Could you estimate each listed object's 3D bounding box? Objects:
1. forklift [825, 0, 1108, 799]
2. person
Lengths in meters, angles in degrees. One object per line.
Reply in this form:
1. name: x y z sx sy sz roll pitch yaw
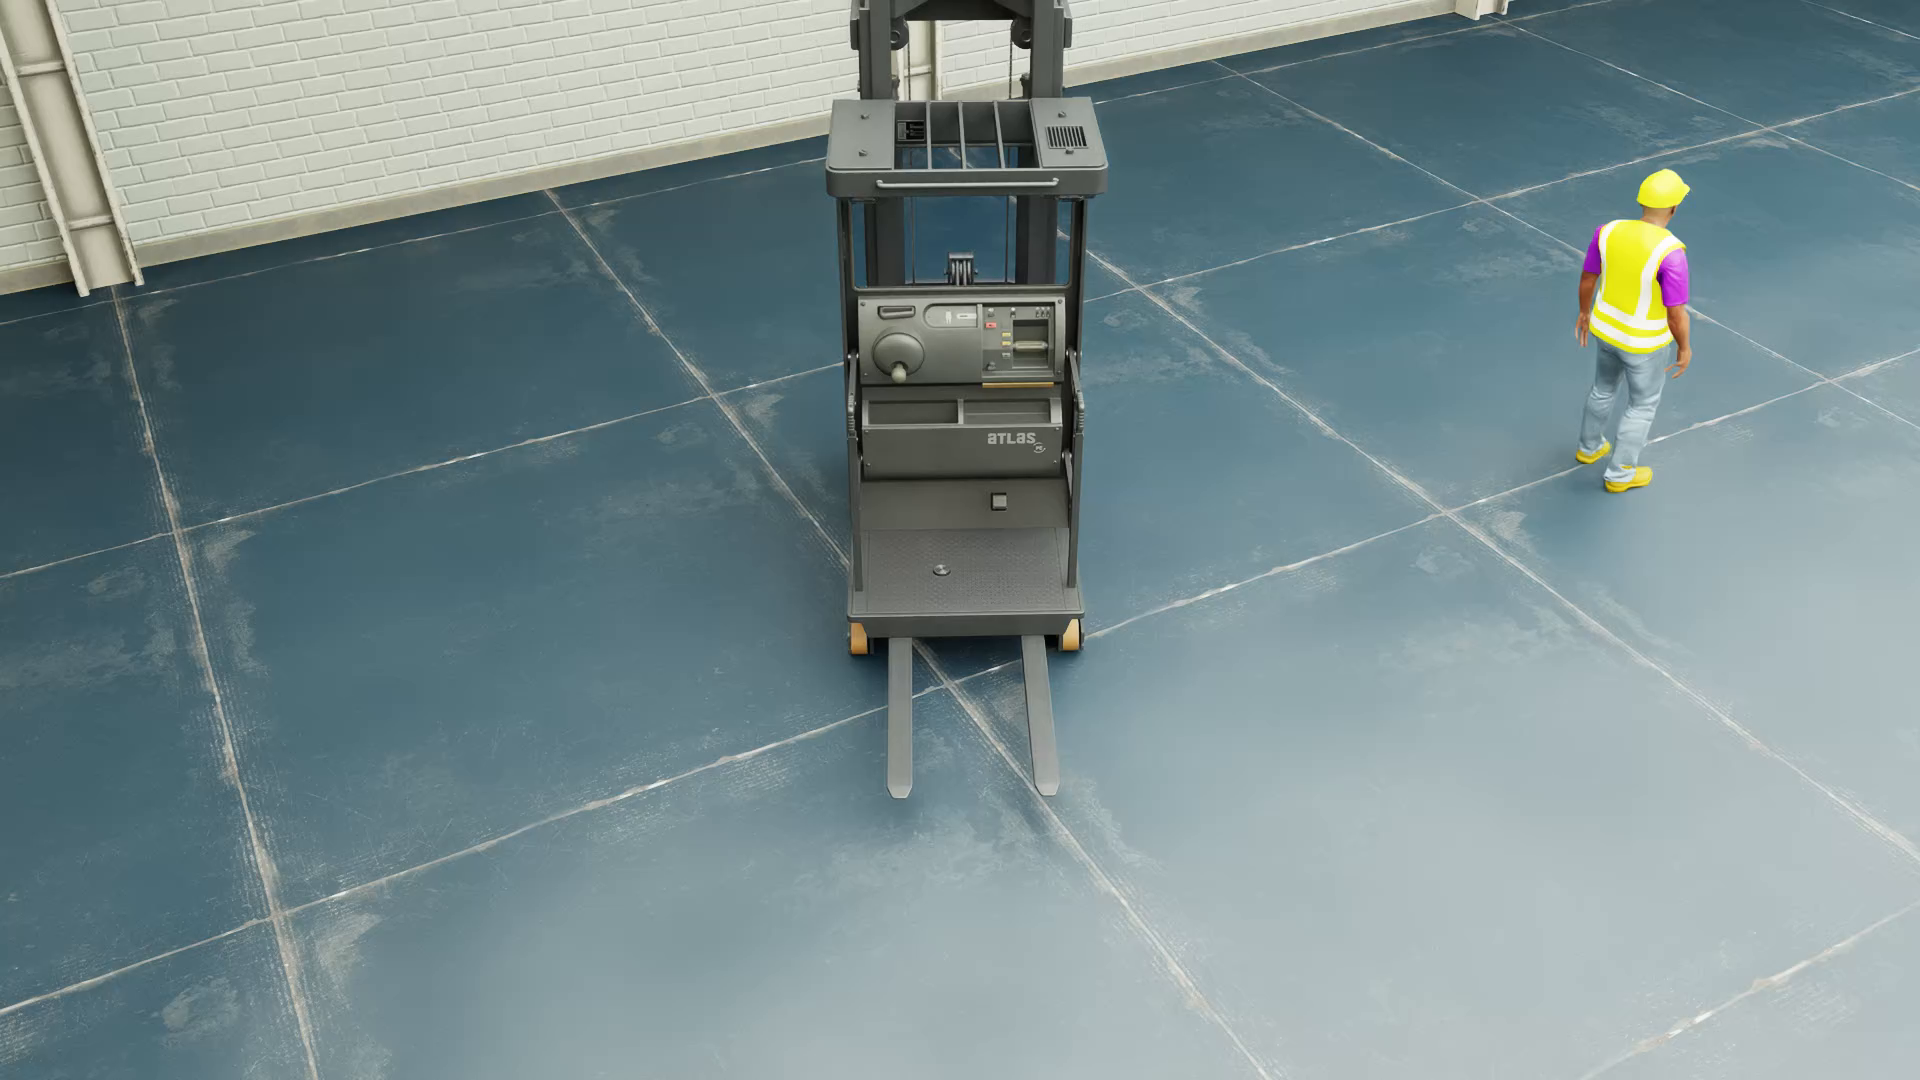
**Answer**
1. forklift: 0.017 -0.840 7.311 1.130 2.935 3.031 -1 35 -1
2. person: 3.554 -1.090 8.700 0.508 1.784 0.659 -19 40 -25
